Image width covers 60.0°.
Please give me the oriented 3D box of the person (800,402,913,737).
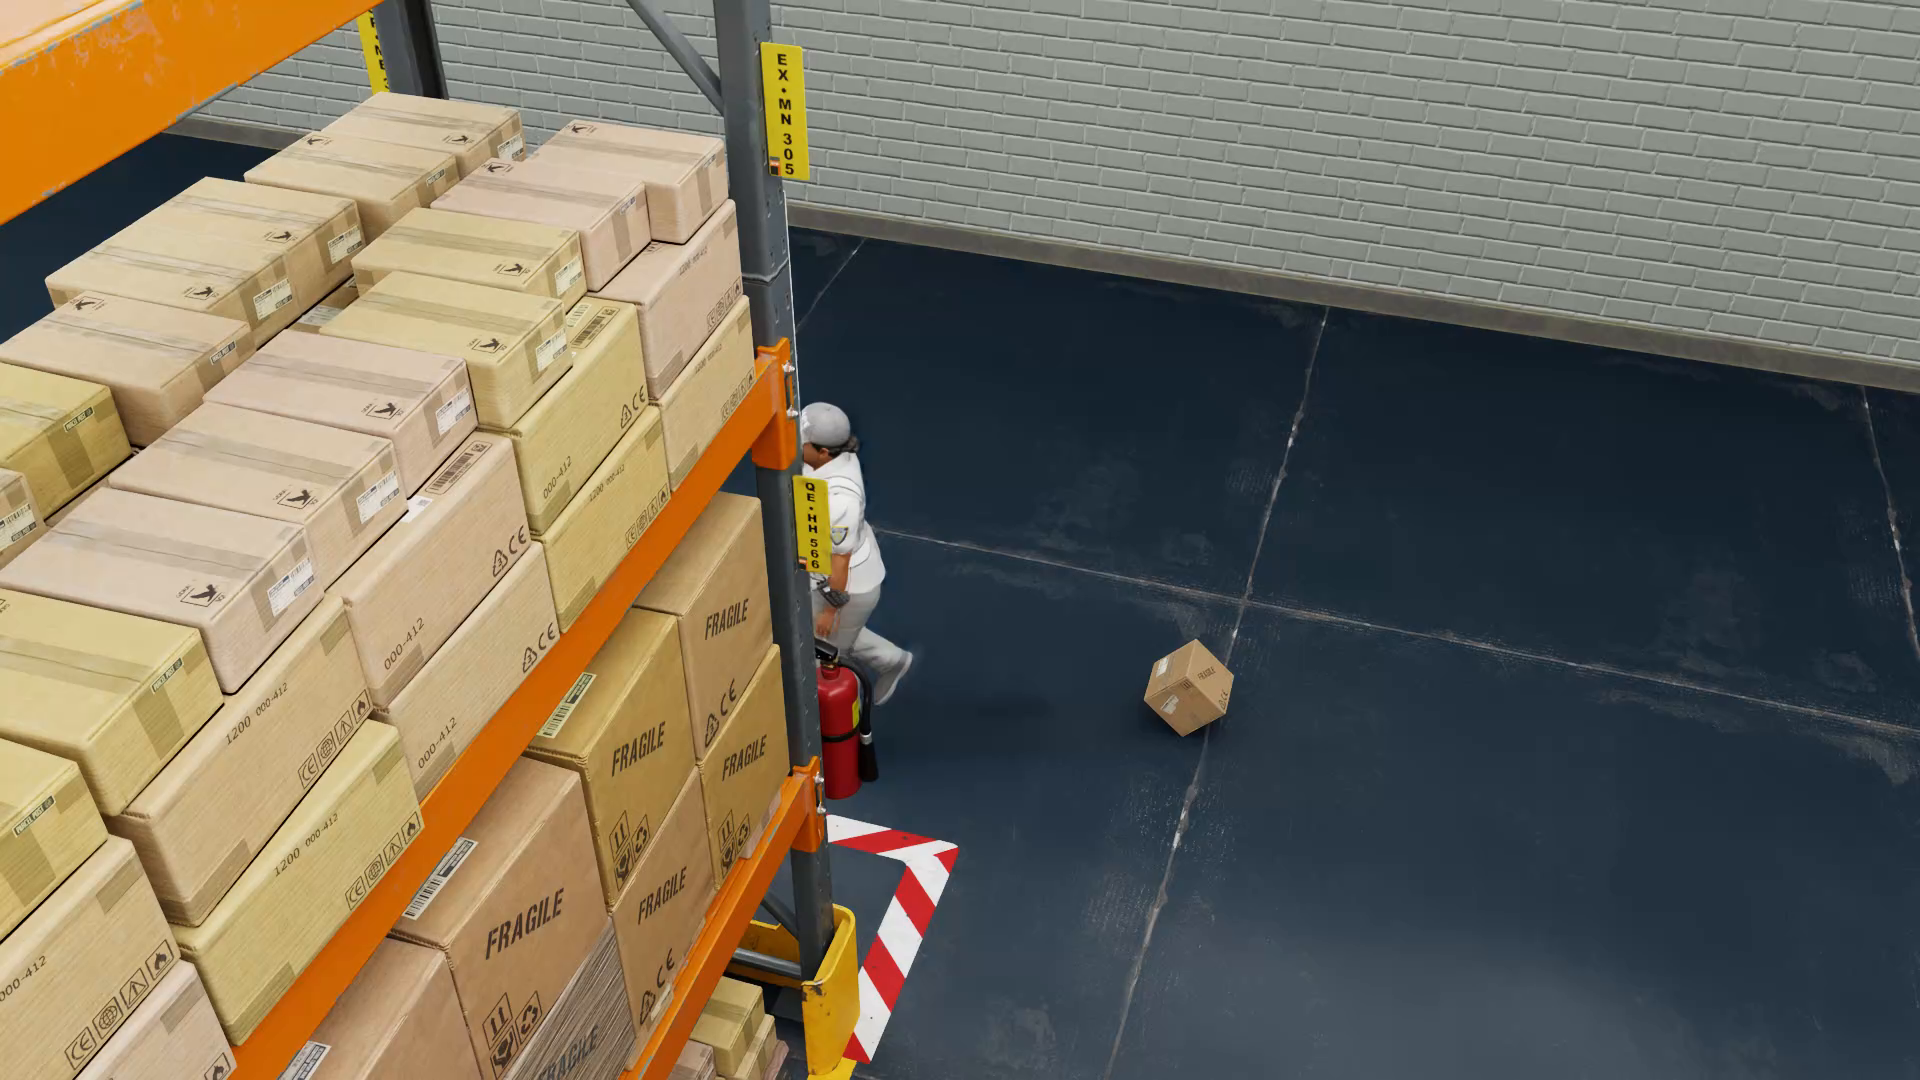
[{"bbox_3d":[-0.450,0.138,6.670,0.538,1.650,0.488,-5,38,-7],"label":"person"}]
